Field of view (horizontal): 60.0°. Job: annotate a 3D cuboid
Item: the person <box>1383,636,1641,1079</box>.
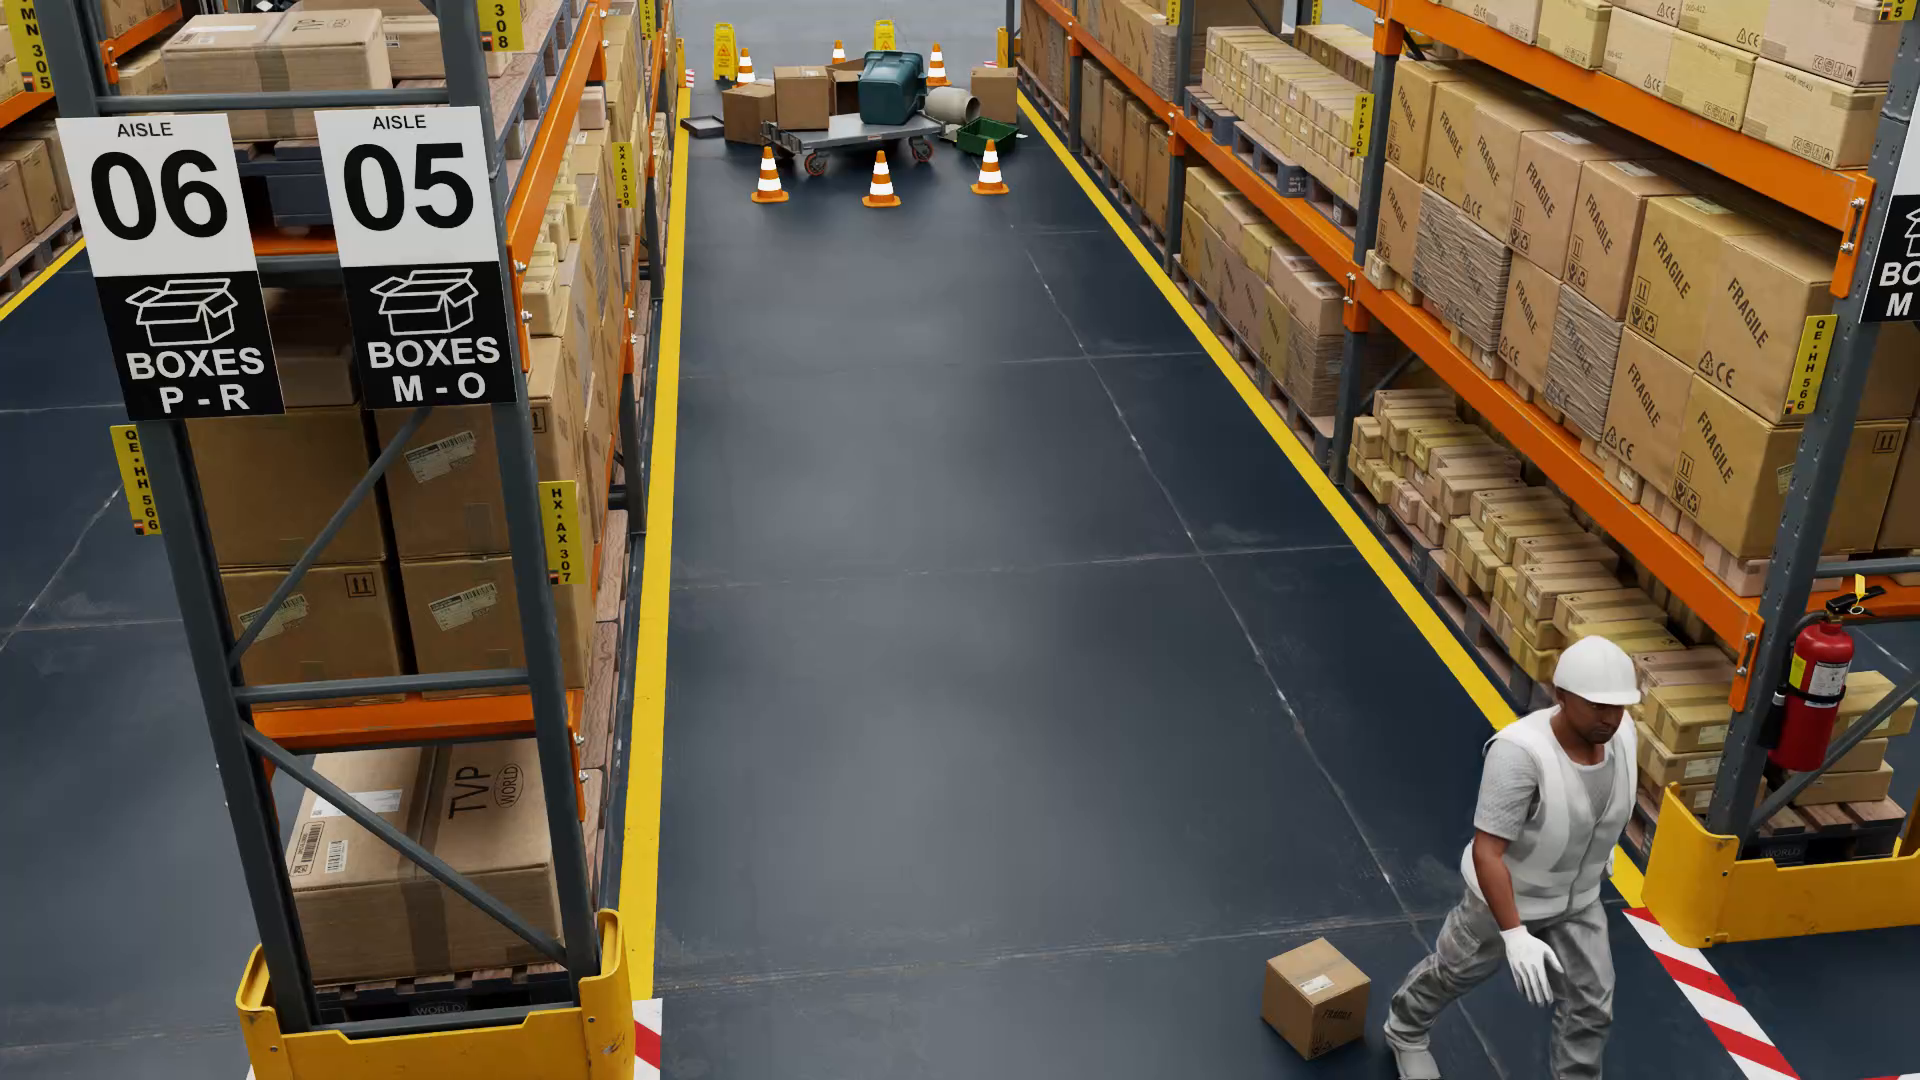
[{"bbox_3d":[1.799,1.088,4.985,0.763,1.782,0.887,-12,29,-22],"label":"person"}]
